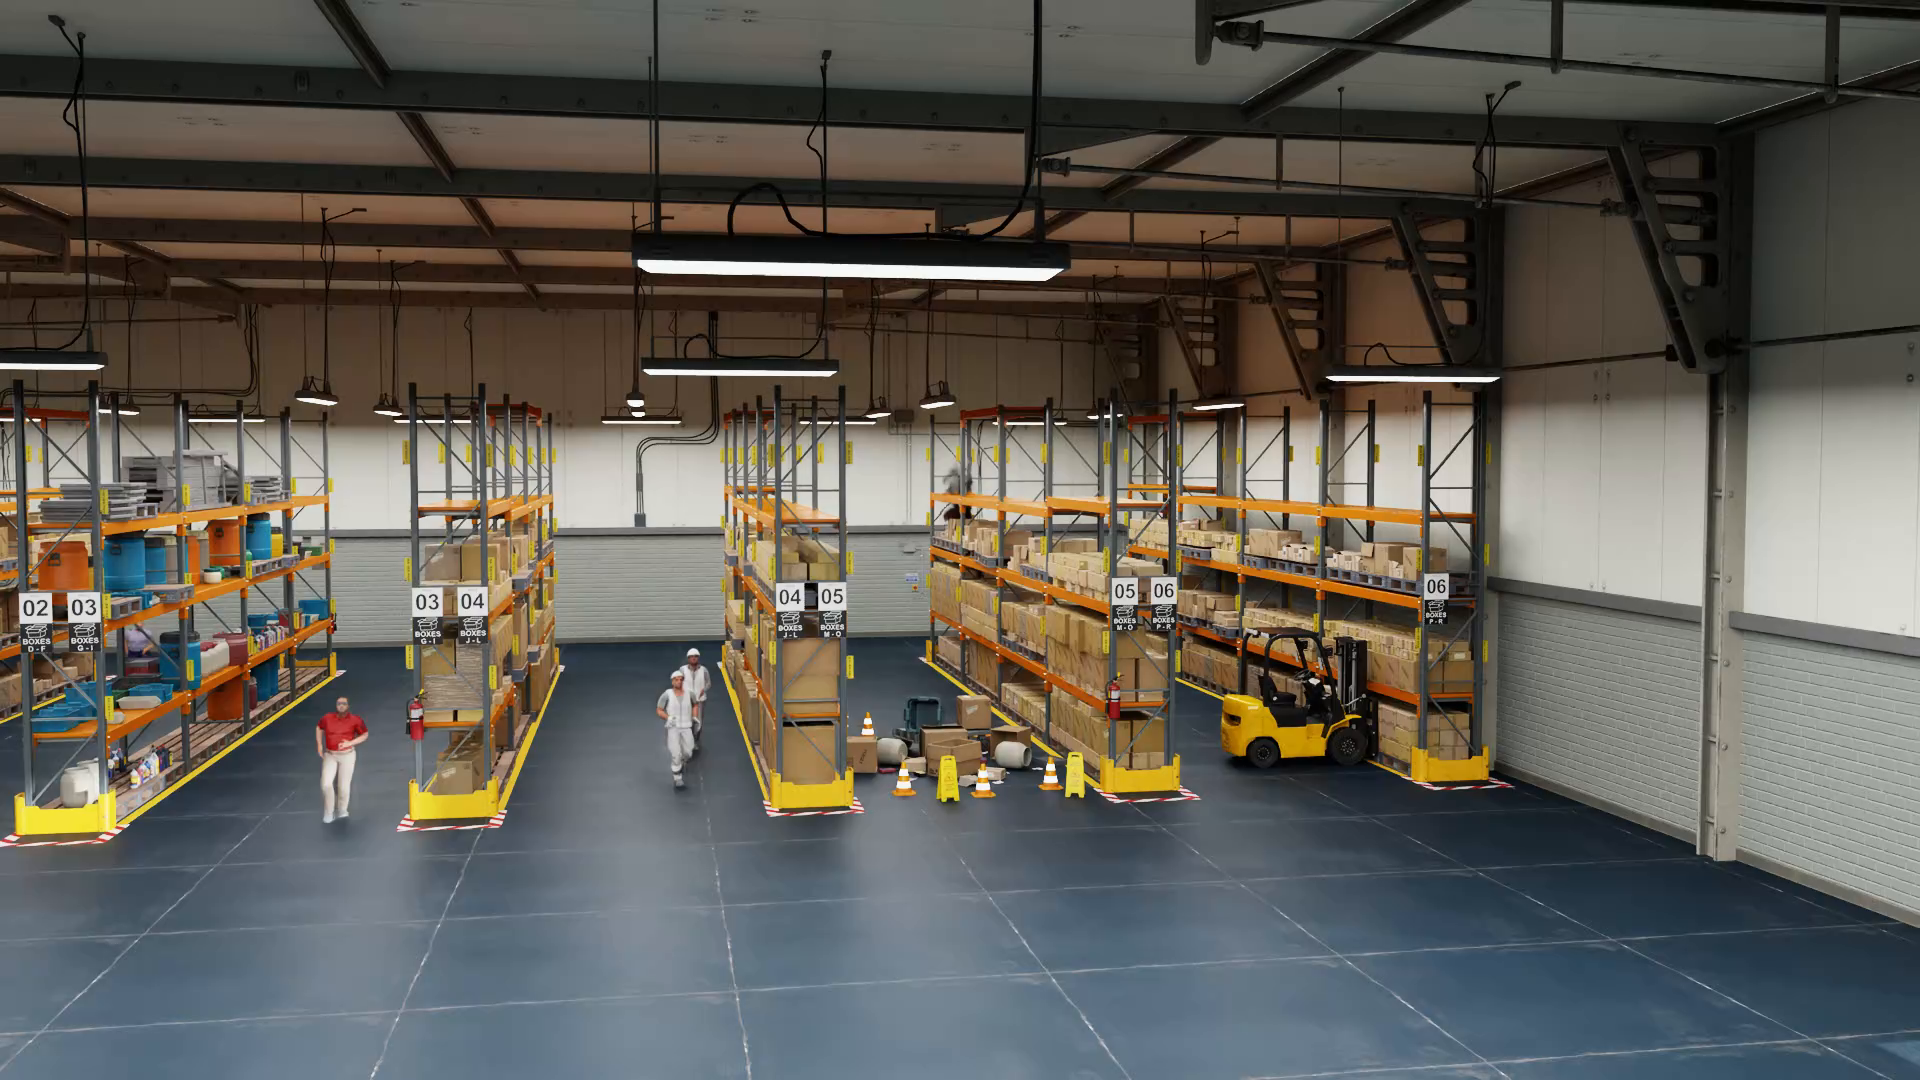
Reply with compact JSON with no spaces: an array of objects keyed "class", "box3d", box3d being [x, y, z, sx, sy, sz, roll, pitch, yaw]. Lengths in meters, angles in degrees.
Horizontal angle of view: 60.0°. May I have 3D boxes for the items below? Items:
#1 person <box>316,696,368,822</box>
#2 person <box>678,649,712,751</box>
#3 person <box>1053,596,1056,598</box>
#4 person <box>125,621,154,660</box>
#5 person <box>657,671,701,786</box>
[{"class":"person","box3d":[-8.481,3.028,22.806,0.712,1.783,0.608,0,3,-10]},{"class":"person","box3d":[-4.505,2.712,28.045,0.642,1.755,0.541,-1,3,-14]},{"class":"person","box3d":[2.024,1.978,37.276,0.672,1.809,0.663,0,3,-6]},{"class":"person","box3d":[-17.226,2.440,34.859,0.596,1.602,0.578,-1,3,-23]},{"class":"person","box3d":[-4.258,2.856,25.212,0.655,1.740,0.593,-1,3,-22]}]
